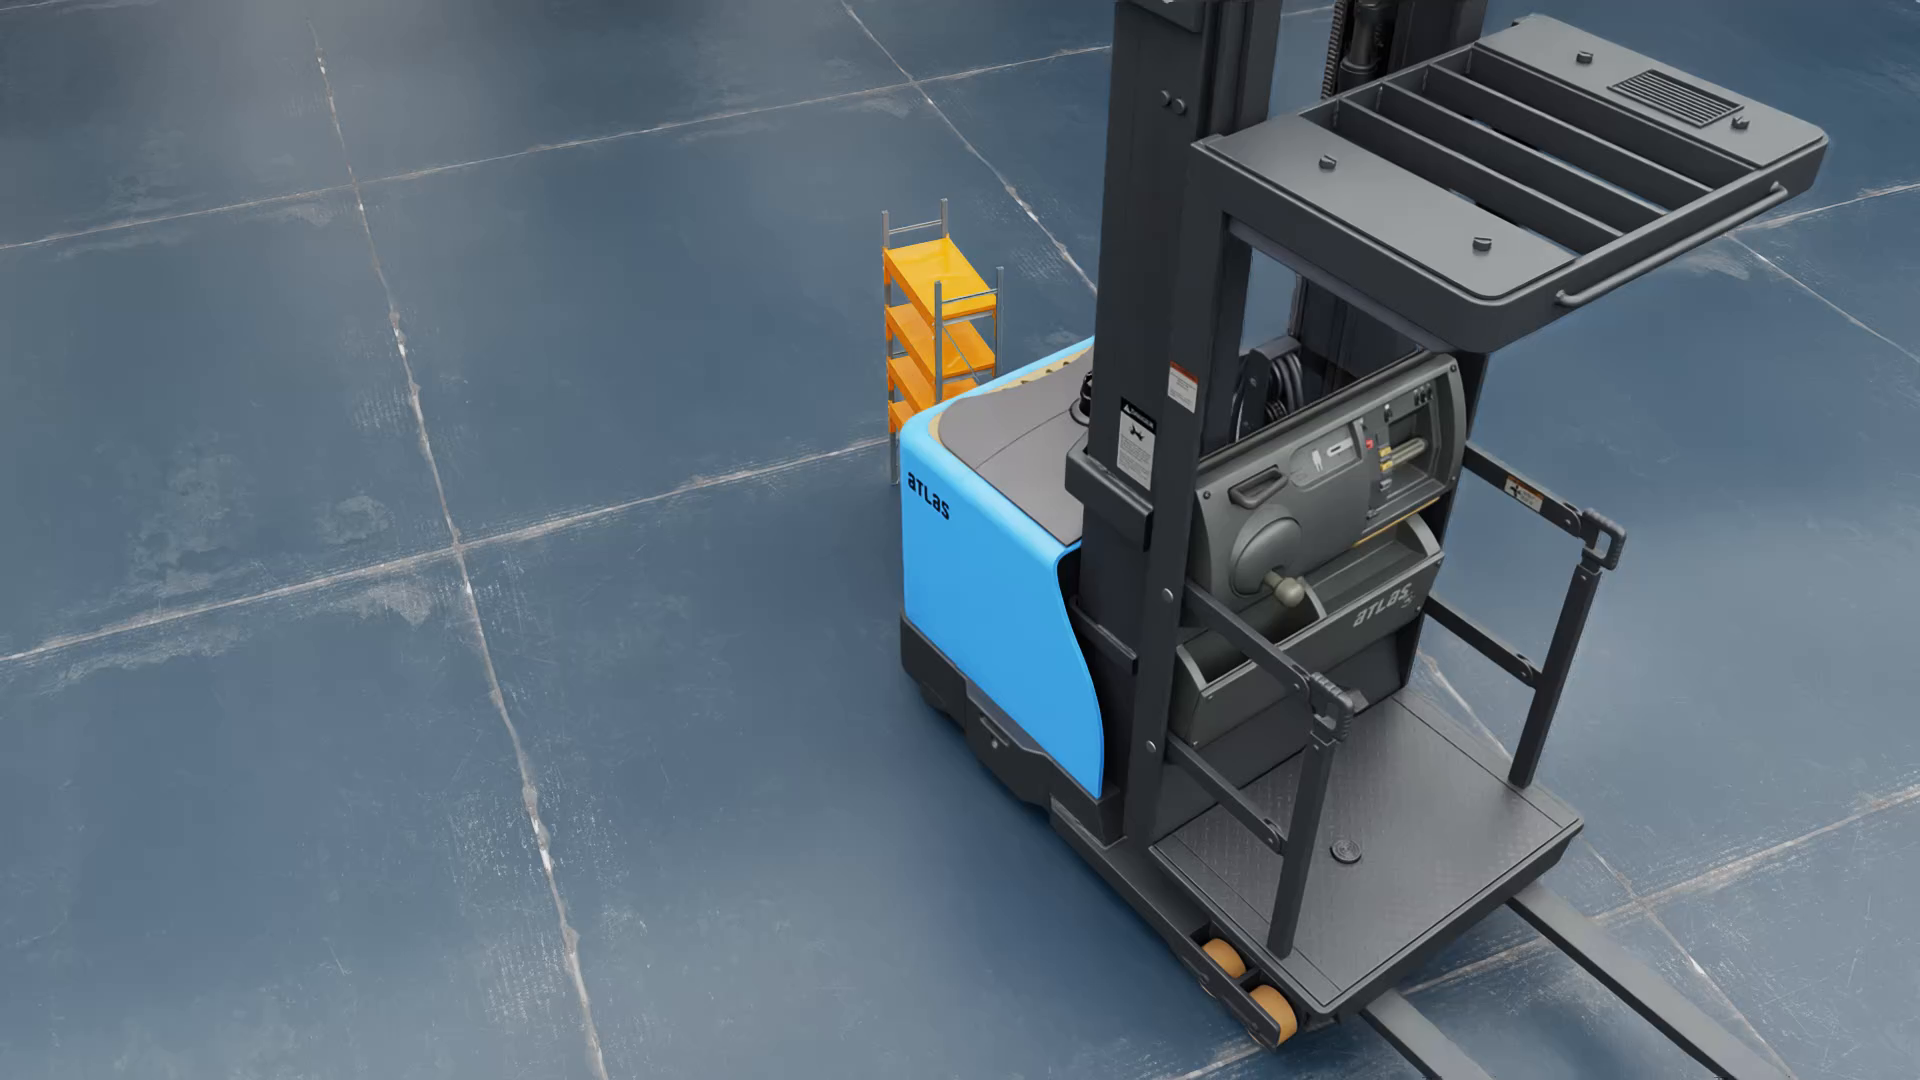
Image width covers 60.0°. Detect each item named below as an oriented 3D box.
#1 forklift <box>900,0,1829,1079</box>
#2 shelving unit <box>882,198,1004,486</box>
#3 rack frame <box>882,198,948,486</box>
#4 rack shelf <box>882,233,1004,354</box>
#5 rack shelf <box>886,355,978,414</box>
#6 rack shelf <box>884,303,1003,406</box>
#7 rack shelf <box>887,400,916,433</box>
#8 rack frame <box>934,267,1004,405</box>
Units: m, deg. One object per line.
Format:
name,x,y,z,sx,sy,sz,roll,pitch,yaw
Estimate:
forklift,1.084,-0.076,4.090,1.130,2.935,3.031,-26,47,-27
shelving unit,-0.063,-0.555,5.975,0.258,1.200,0.503,-15,43,-17
rack frame,-0.157,-0.702,6.146,0.240,1.200,0.015,-15,43,-17
rack shelf,-0.063,-0.853,5.719,0.258,0.148,0.480,-15,43,-17
rack shelf,-0.063,-0.504,6.019,0.258,0.148,0.480,-15,43,-17
rack shelf,-0.063,-0.673,5.873,0.258,0.148,0.480,-15,43,-17
rack shelf,-0.063,-0.353,6.148,0.258,0.148,0.480,-15,43,-17
rack frame,0.030,-0.408,5.804,0.240,1.200,0.015,-15,43,-17
